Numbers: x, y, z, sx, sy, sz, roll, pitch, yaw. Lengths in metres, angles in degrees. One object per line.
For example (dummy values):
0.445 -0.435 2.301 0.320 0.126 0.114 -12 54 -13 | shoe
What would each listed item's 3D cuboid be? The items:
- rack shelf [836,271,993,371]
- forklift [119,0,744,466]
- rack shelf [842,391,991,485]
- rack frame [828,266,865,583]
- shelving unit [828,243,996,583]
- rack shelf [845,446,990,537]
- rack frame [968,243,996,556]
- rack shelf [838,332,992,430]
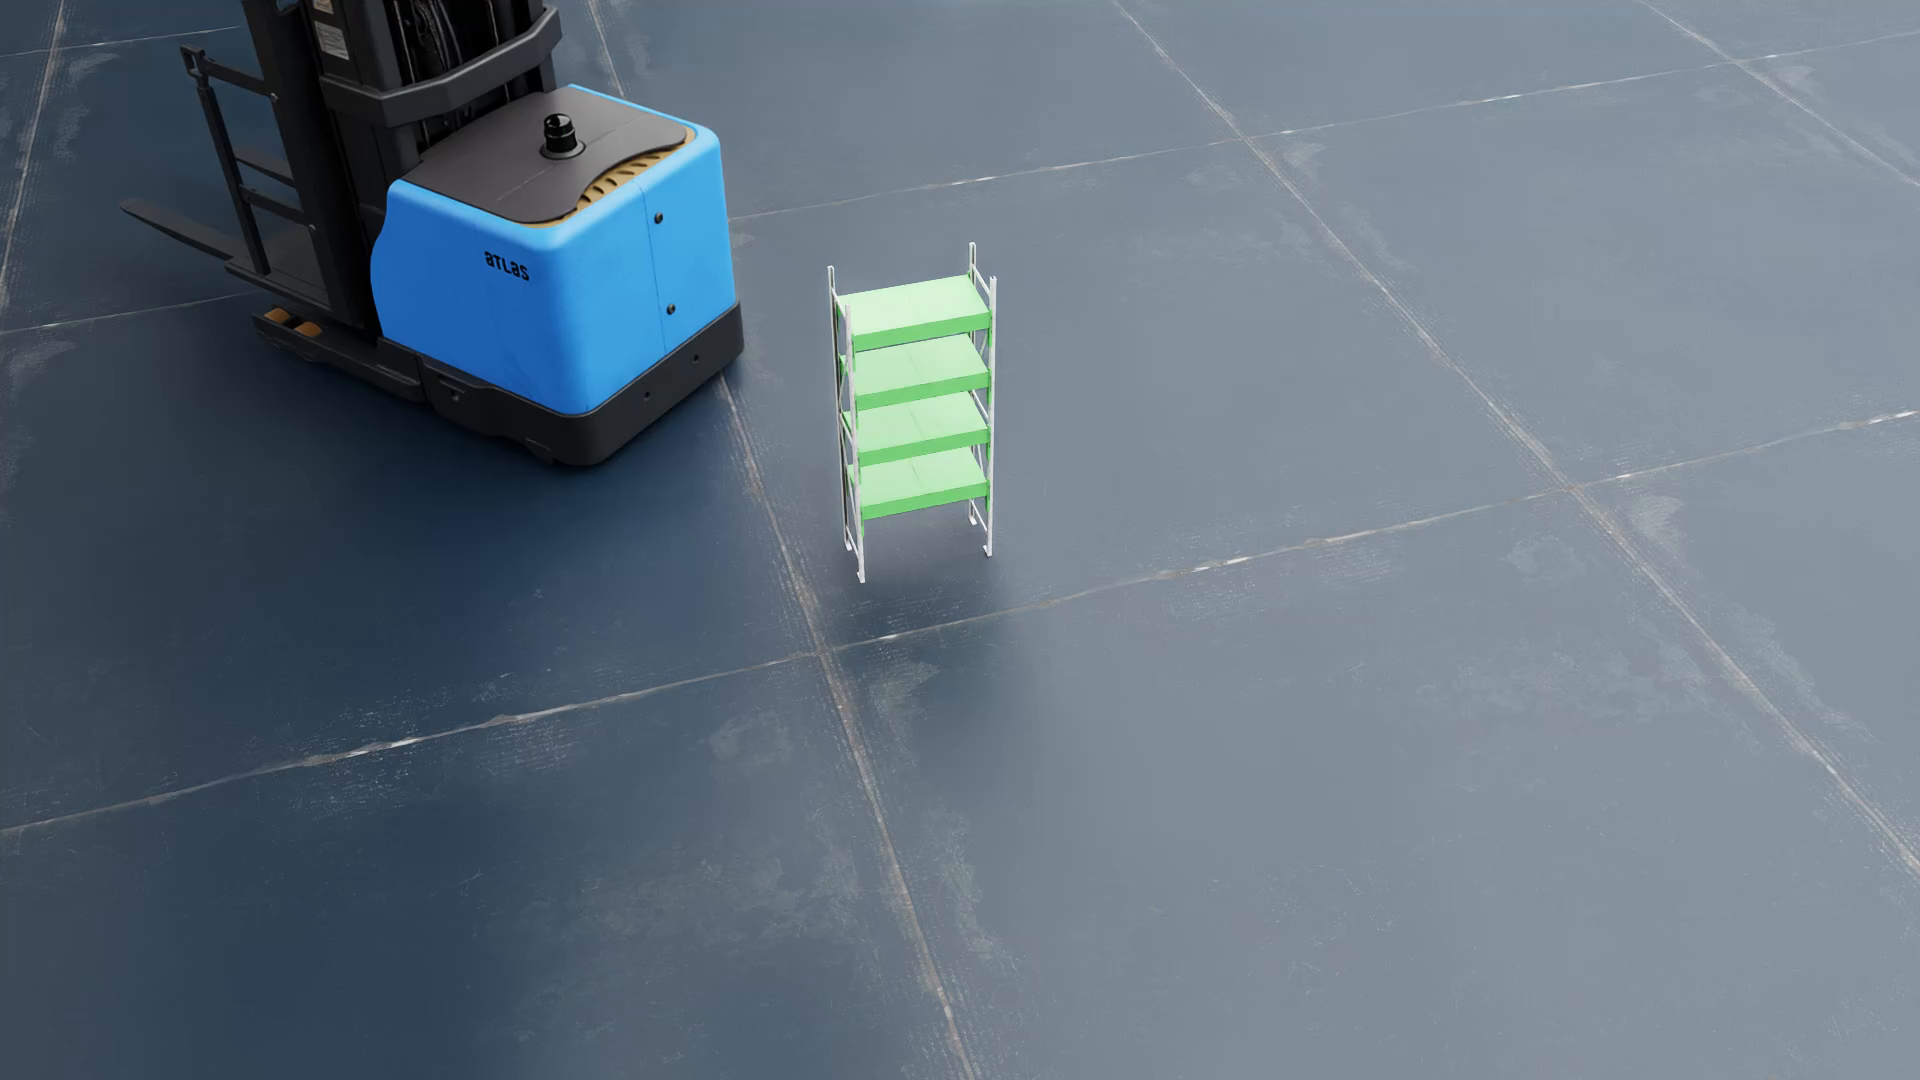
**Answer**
-0.158 -0.732 5.544 0.480 0.148 0.258 -12 42 -13 | rack shelf
-2.436 -2.136 6.467 3.031 2.935 1.130 23 46 24 | forklift
-0.158 -0.371 5.860 0.480 0.148 0.258 -12 42 -13 | rack shelf
-0.391 -0.371 5.763 0.015 1.200 0.240 -12 42 -13 | rack frame
-0.158 -0.419 5.818 0.503 1.200 0.258 -12 42 -13 | shelving unit
-0.158 -0.190 6.018 0.480 0.148 0.258 -12 42 -13 | rack shelf
0.075 -0.467 5.873 0.015 1.200 0.240 -12 42 -13 | rack frame
-0.158 -0.552 5.702 0.480 0.148 0.258 -12 42 -13 | rack shelf
